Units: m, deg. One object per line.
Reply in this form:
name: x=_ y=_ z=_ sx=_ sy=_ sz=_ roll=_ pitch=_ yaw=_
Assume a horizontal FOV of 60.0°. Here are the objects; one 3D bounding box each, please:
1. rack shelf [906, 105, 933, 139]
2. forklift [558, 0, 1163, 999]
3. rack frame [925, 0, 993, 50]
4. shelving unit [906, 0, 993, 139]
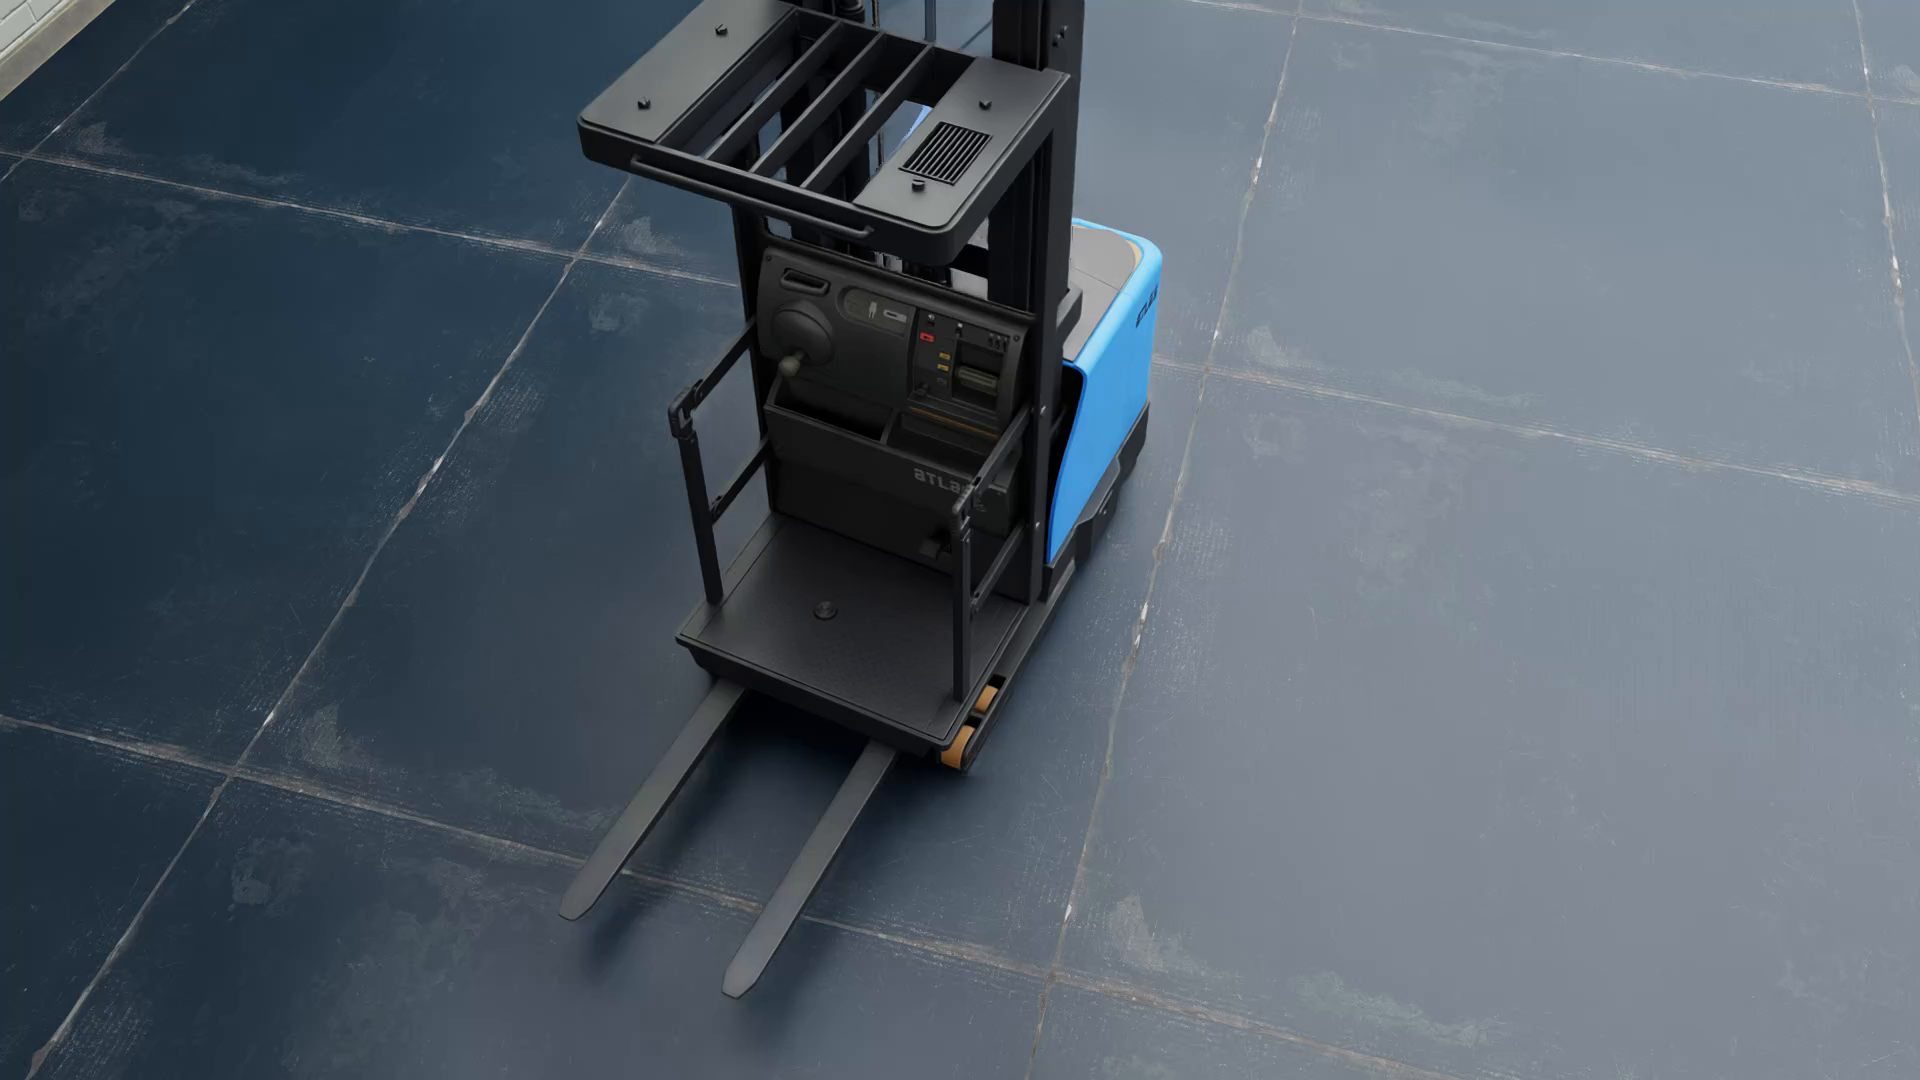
rack shelf: x=-0.061 y=-1.522 z=7.252 sx=0.538 sy=0.185 sz=1.000 roll=13 pitch=50 yaw=11
forklift: x=-0.324 y=-0.537 z=5.188 sx=1.130 sy=2.935 sz=3.031 roll=20 pitch=52 yaw=17
rack frame: x=0.090 y=-2.005 z=7.438 sx=0.500 sy=1.500 sz=0.032 roll=13 pitch=50 yaw=11
shelving unit: x=-0.061 y=-1.641 z=7.117 sx=0.538 sy=1.500 sz=1.048 roll=13 pitch=50 yaw=11
